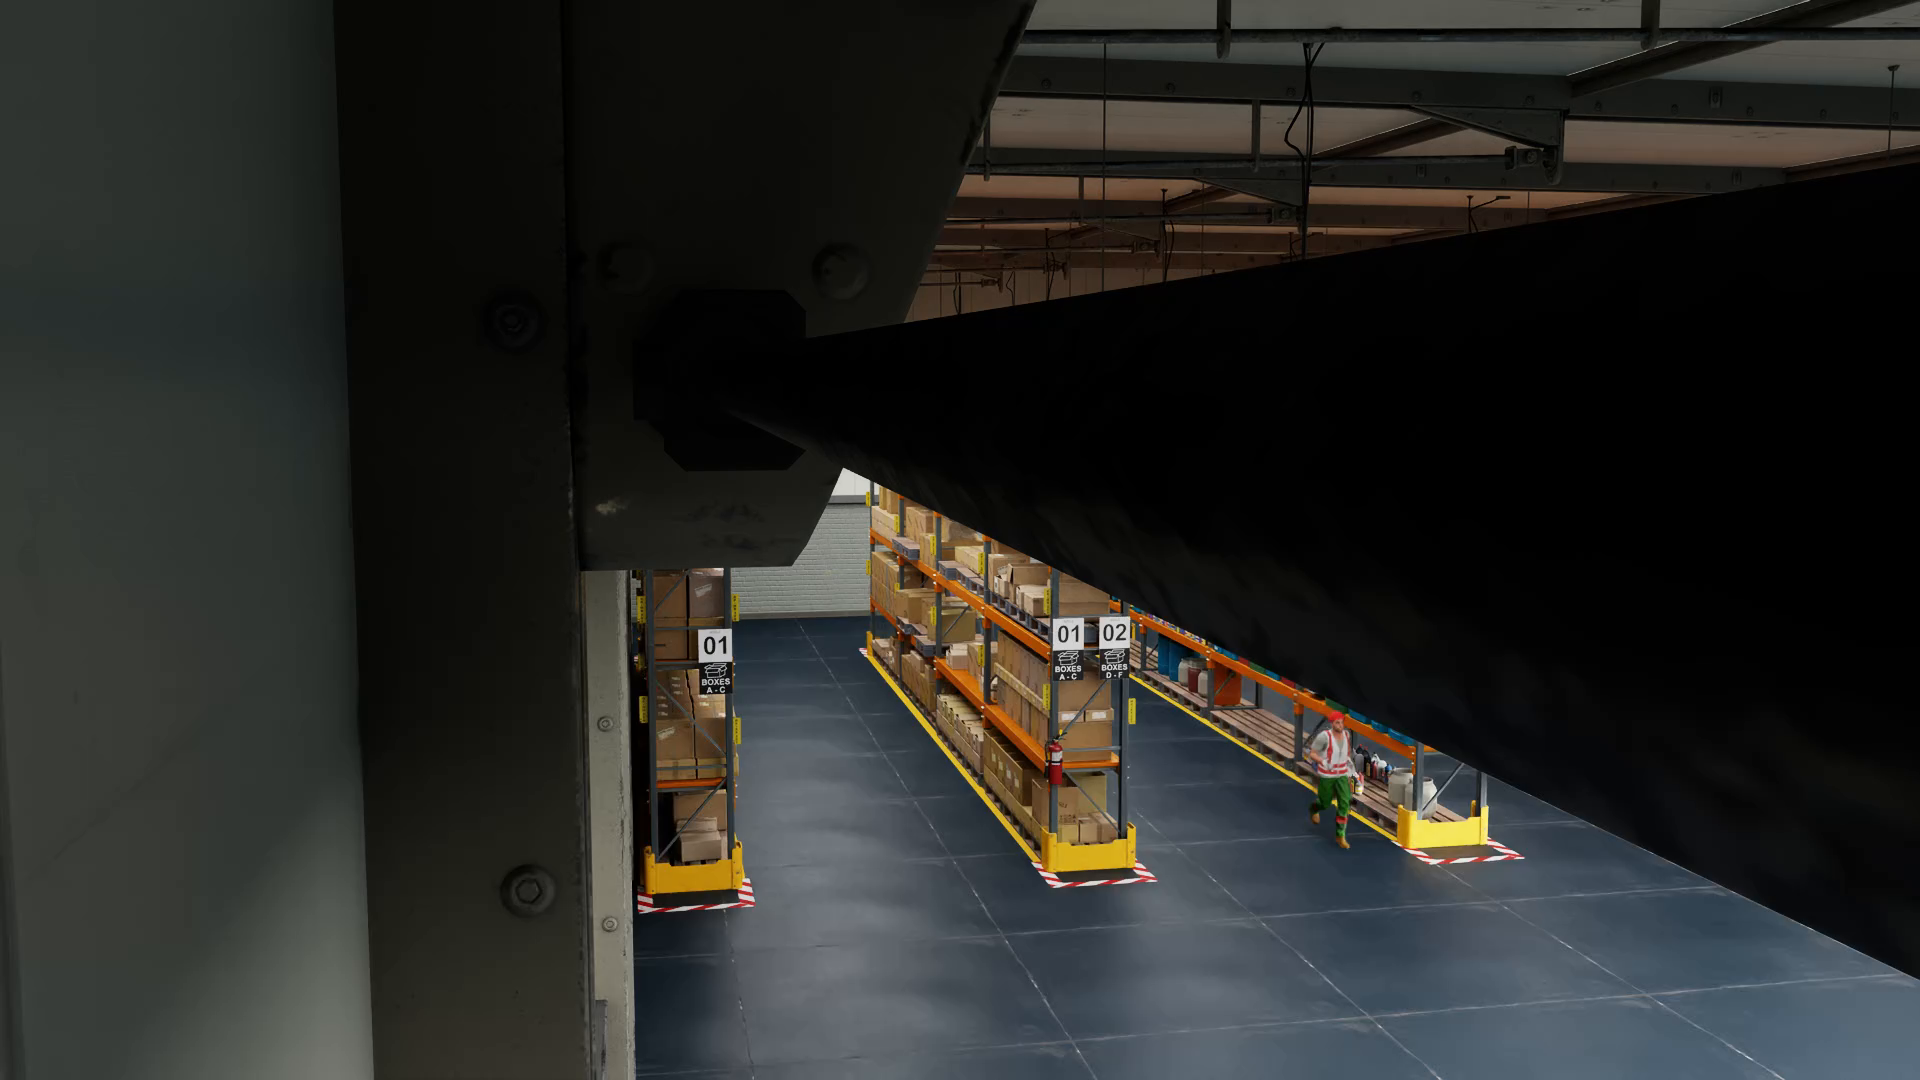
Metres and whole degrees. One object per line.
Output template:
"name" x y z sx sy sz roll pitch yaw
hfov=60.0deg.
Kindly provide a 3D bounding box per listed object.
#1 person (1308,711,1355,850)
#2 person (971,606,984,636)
"person" 4.968 3.142 22.218 0.666 1.775 1.015 -2 6 -15
"person" 0.424 1.679 36.510 0.726 1.701 0.635 -4 7 -34
